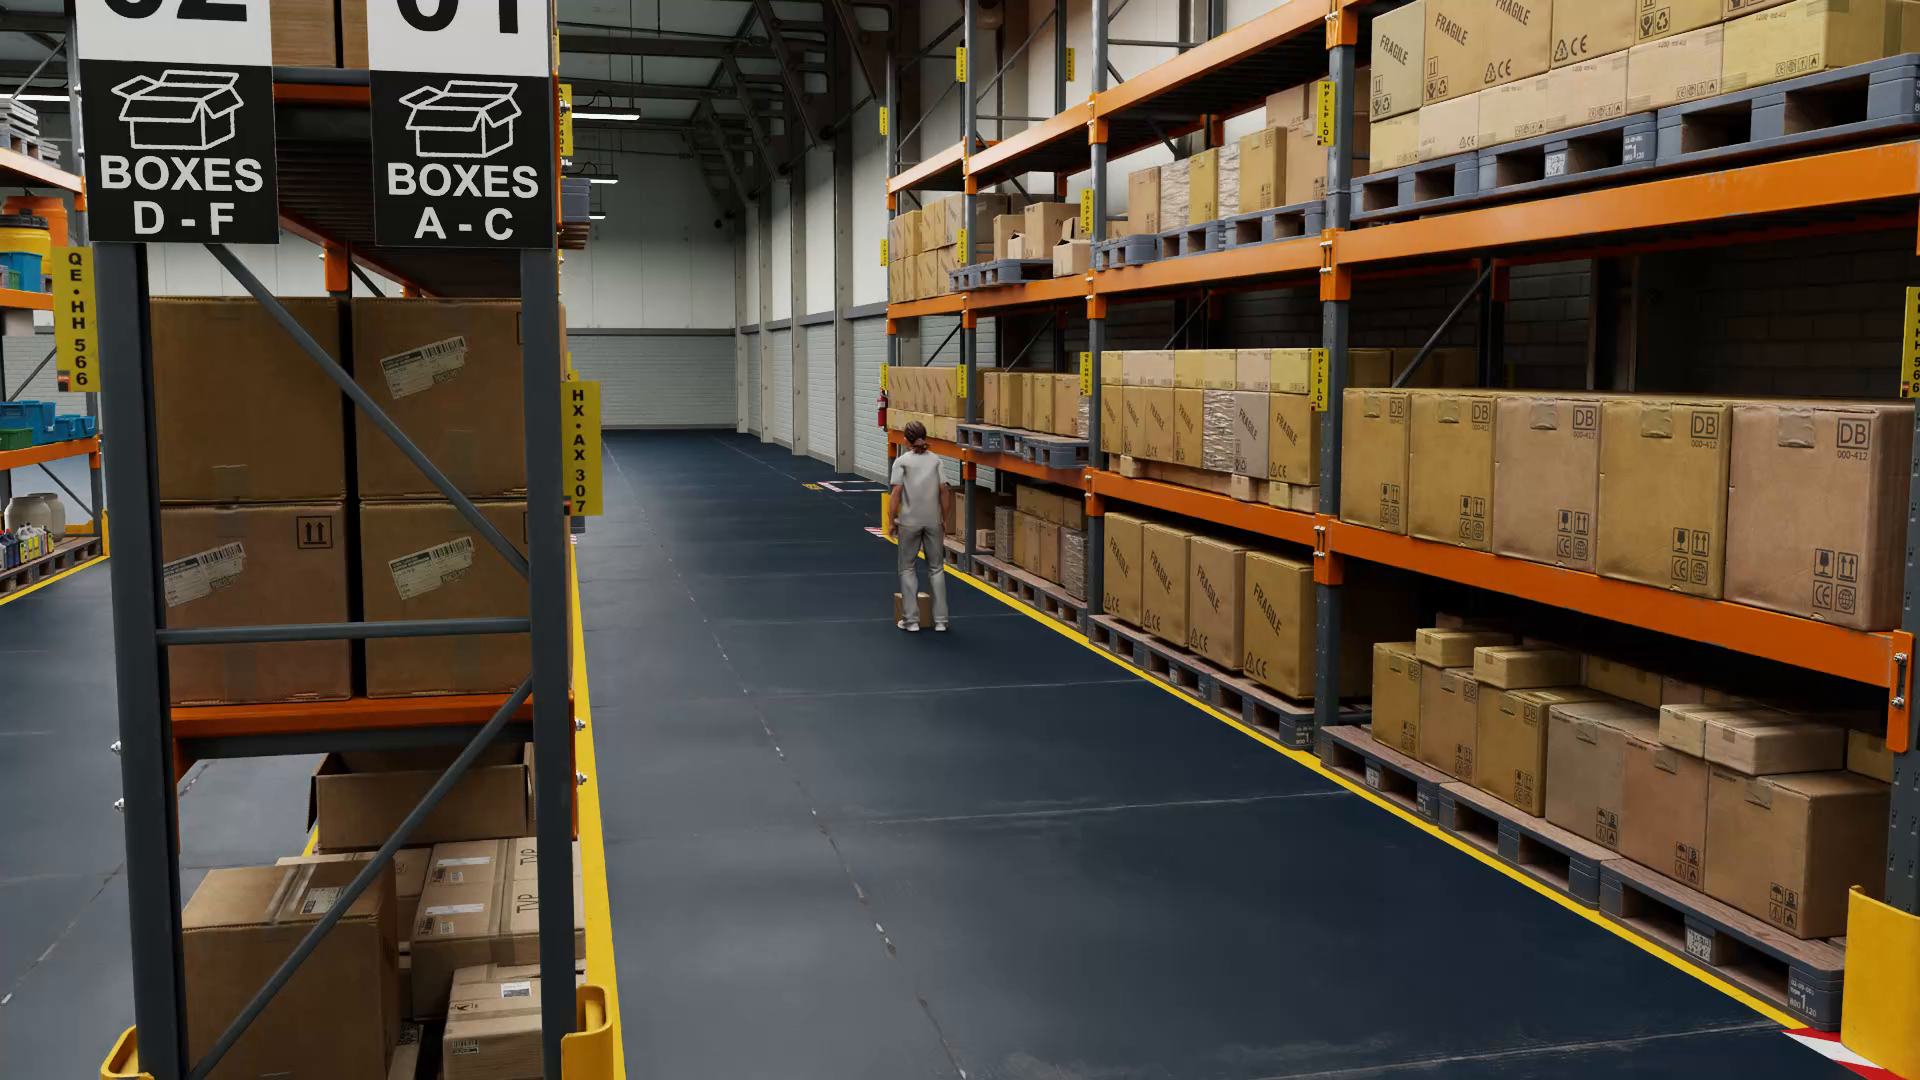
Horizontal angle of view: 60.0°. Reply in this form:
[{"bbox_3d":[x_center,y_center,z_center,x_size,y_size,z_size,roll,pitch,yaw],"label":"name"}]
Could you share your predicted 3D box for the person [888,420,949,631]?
[{"bbox_3d":[-0.327,-0.112,13.192,0.513,1.669,0.408,-2,6,-17],"label":"person"}]
